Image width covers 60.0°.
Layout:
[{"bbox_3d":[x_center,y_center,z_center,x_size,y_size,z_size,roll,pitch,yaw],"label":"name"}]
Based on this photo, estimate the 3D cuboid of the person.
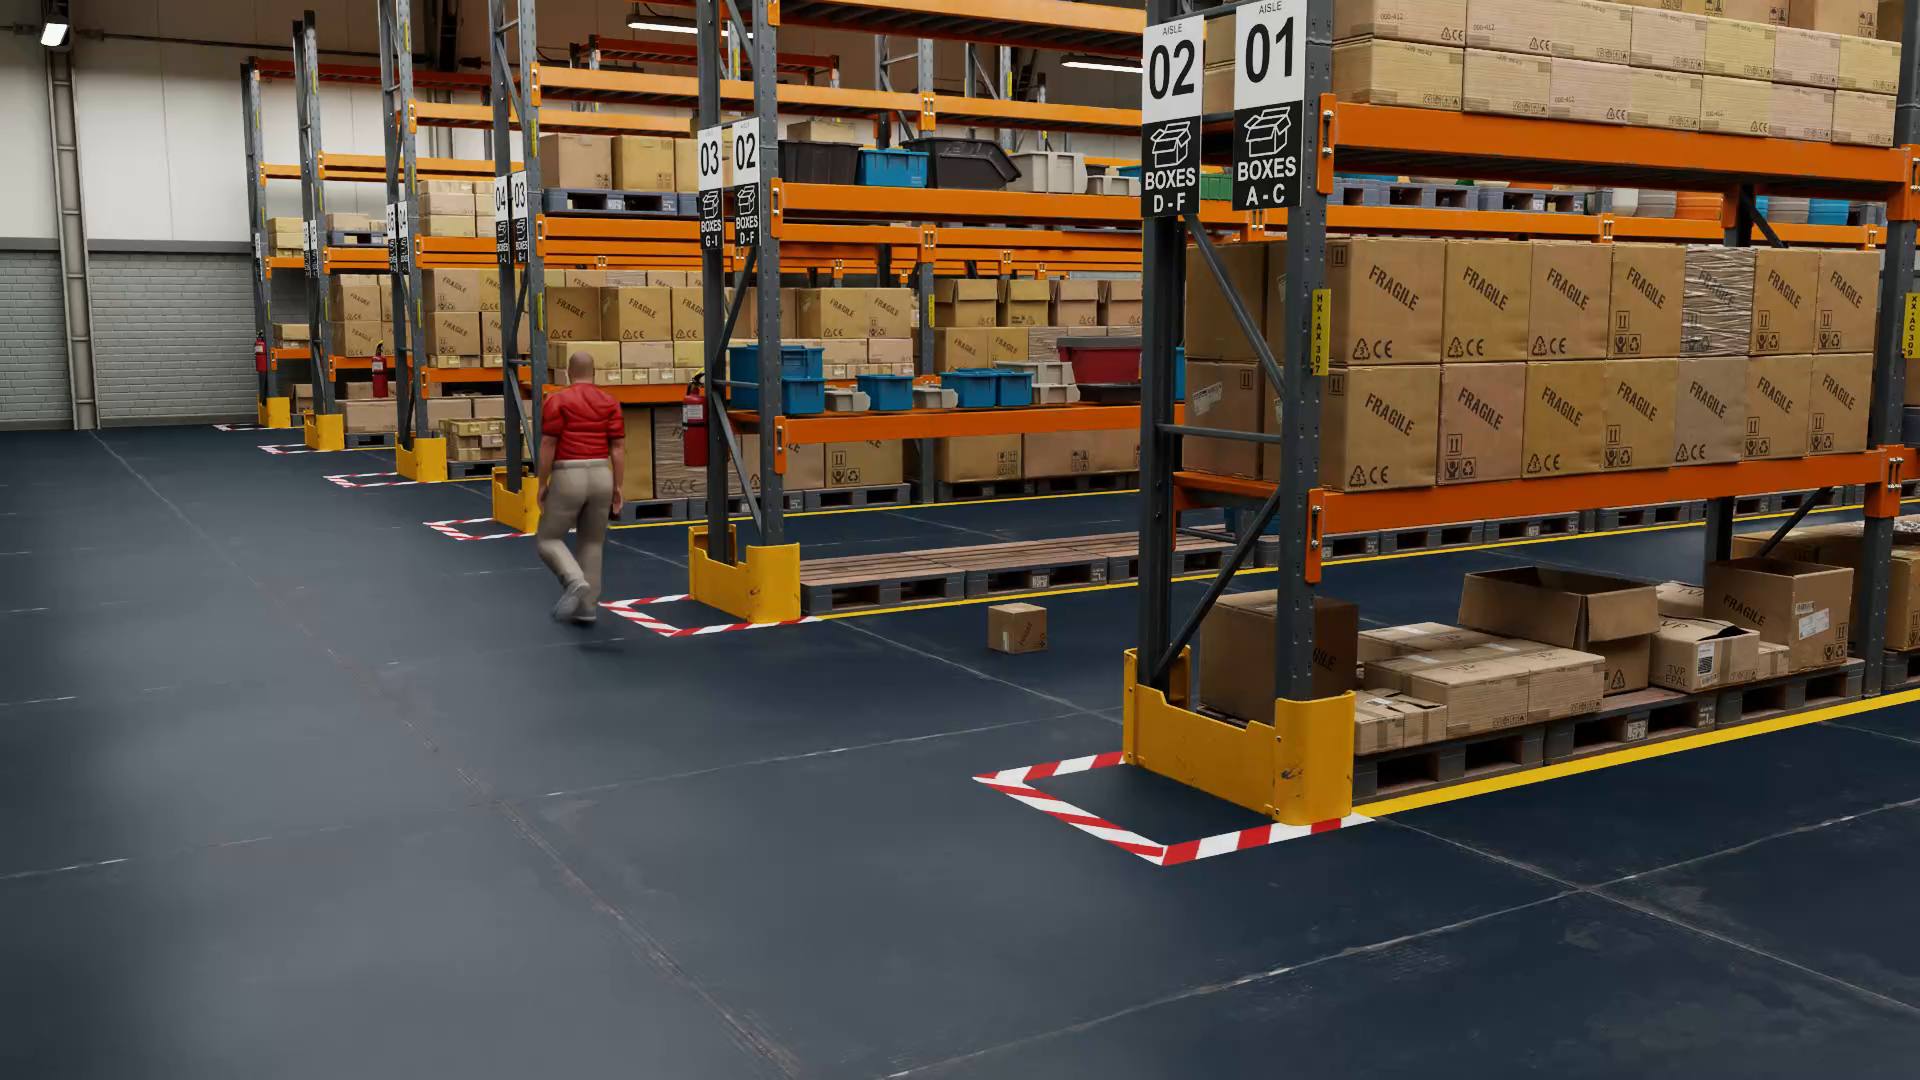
[{"bbox_3d":[-2.378,-0.325,10.482,0.586,1.720,0.595,-5,10,-33],"label":"person"}]
